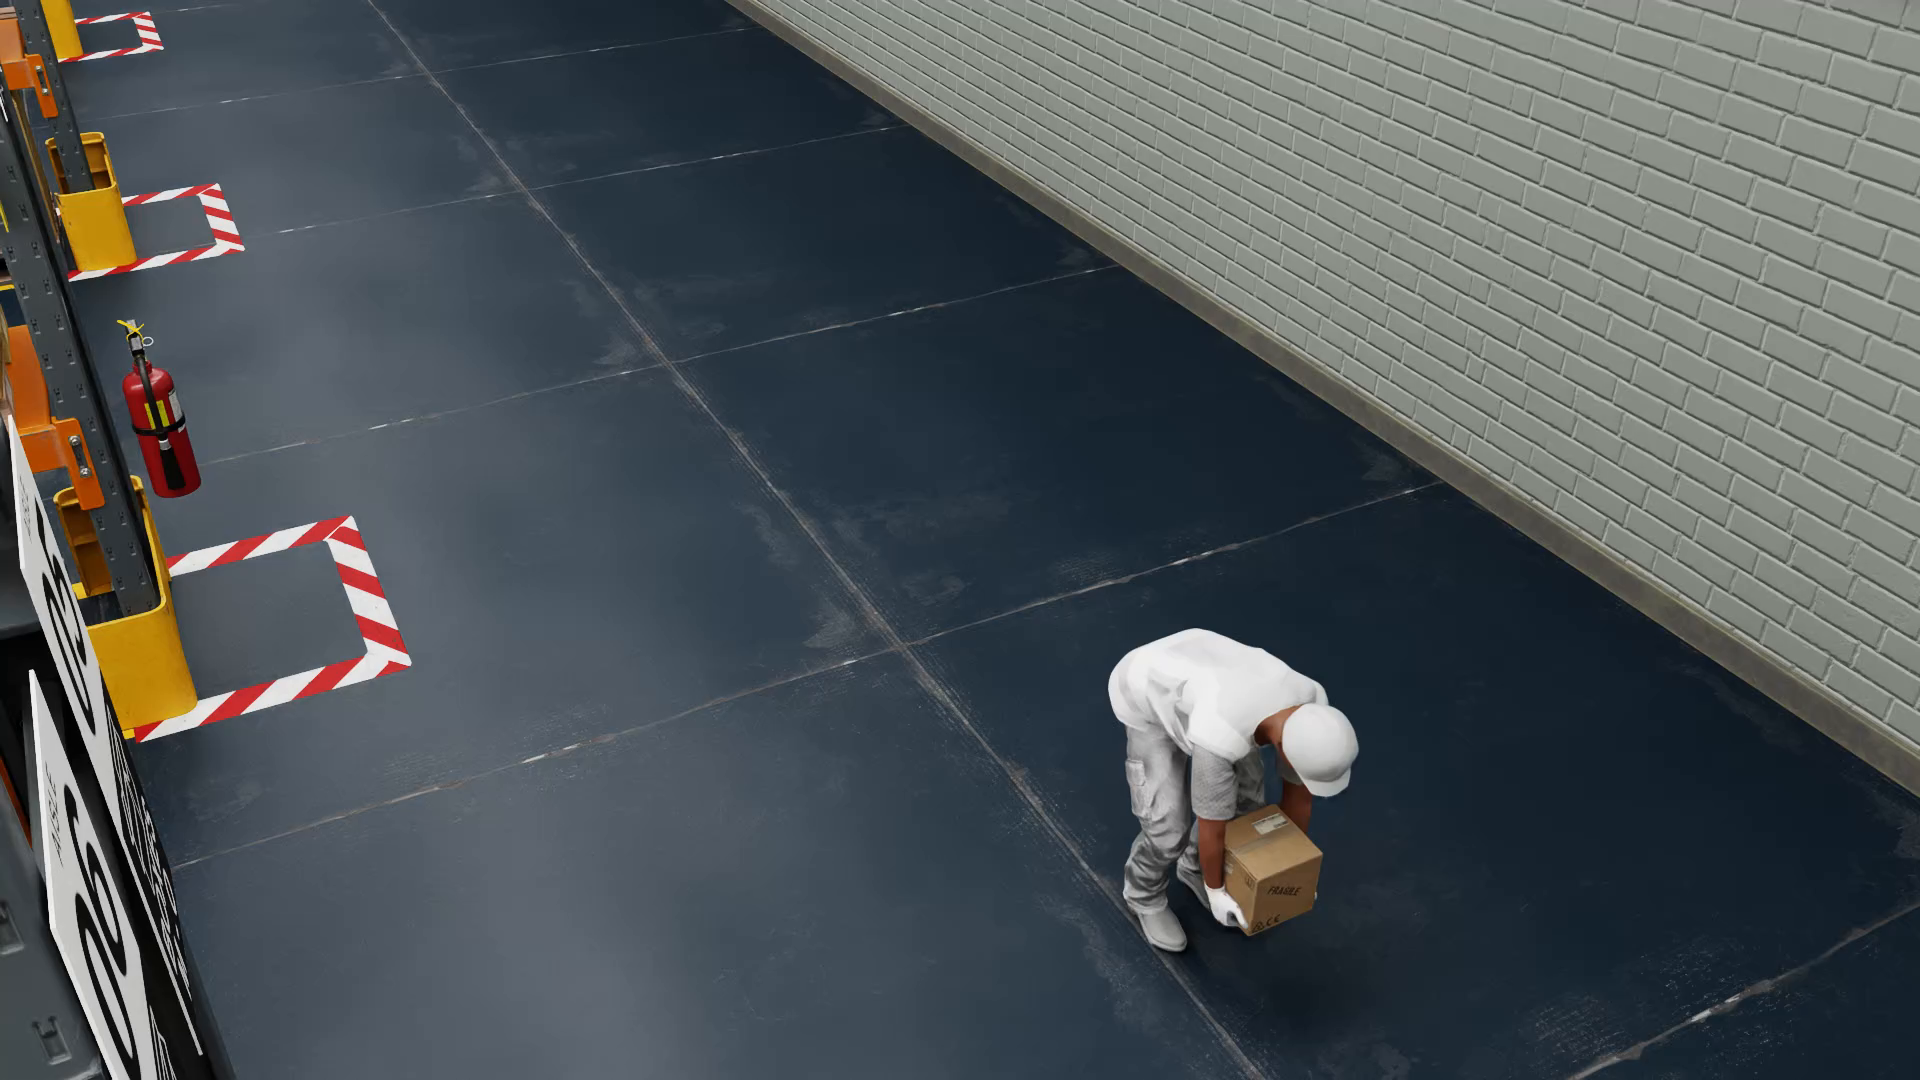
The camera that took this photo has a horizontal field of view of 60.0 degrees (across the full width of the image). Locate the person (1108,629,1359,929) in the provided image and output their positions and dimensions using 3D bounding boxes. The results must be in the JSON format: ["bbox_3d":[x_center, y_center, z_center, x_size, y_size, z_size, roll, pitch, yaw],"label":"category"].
[{"bbox_3d":[0.856,0.679,5.219,0.504,0.864,0.953,-17,37,-25],"label":"person"}]
